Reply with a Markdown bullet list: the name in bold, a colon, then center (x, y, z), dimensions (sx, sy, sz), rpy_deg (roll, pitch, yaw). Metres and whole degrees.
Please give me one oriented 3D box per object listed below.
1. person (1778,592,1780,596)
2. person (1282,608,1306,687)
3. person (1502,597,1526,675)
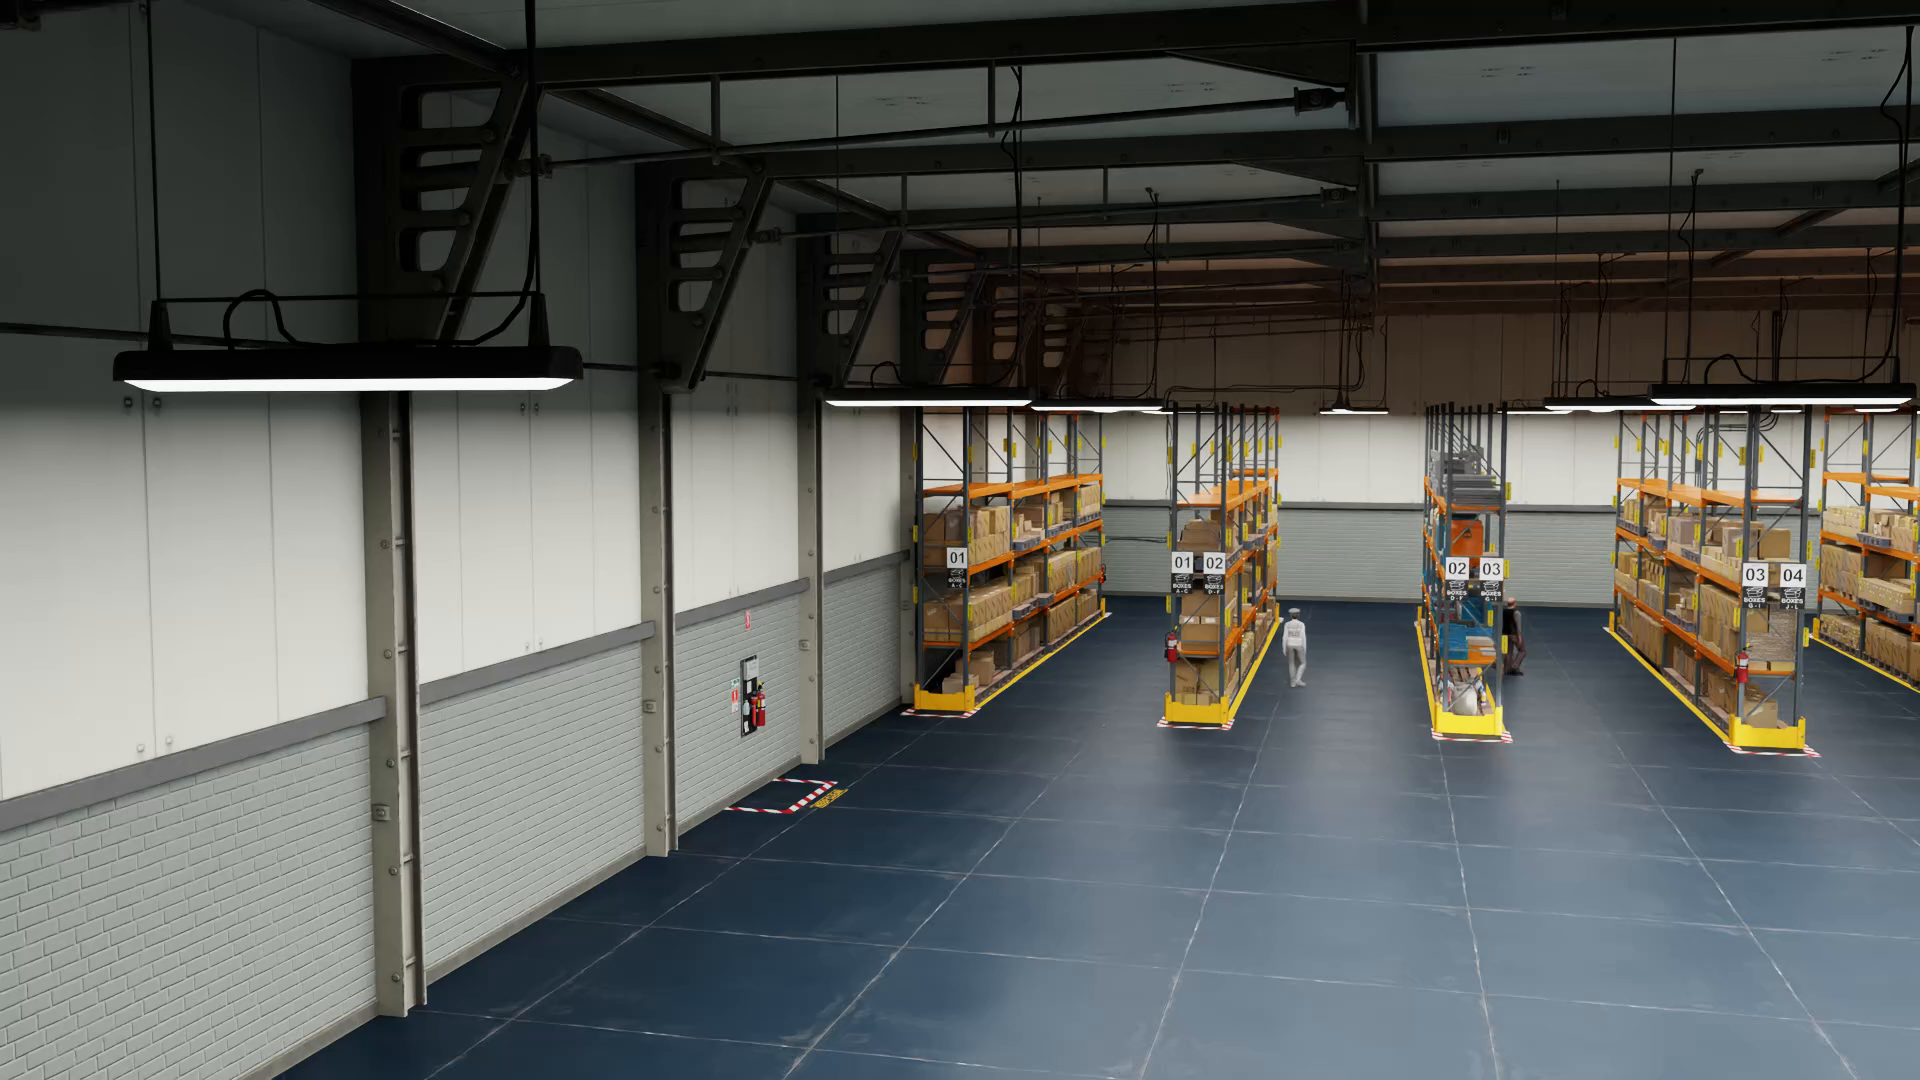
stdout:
- **person**: center (19.889, 1.924, 40.202), dimensions (0.495, 1.670, 0.491), rpy_deg (1, 4, 18)
- **person**: center (7.090, 2.291, 35.245), dimensions (0.518, 1.673, 0.497), rpy_deg (2, 4, 20)
- **person**: center (12.244, 2.135, 36.836), dimensions (0.391, 1.726, 0.620), rpy_deg (-3, 5, -33)
